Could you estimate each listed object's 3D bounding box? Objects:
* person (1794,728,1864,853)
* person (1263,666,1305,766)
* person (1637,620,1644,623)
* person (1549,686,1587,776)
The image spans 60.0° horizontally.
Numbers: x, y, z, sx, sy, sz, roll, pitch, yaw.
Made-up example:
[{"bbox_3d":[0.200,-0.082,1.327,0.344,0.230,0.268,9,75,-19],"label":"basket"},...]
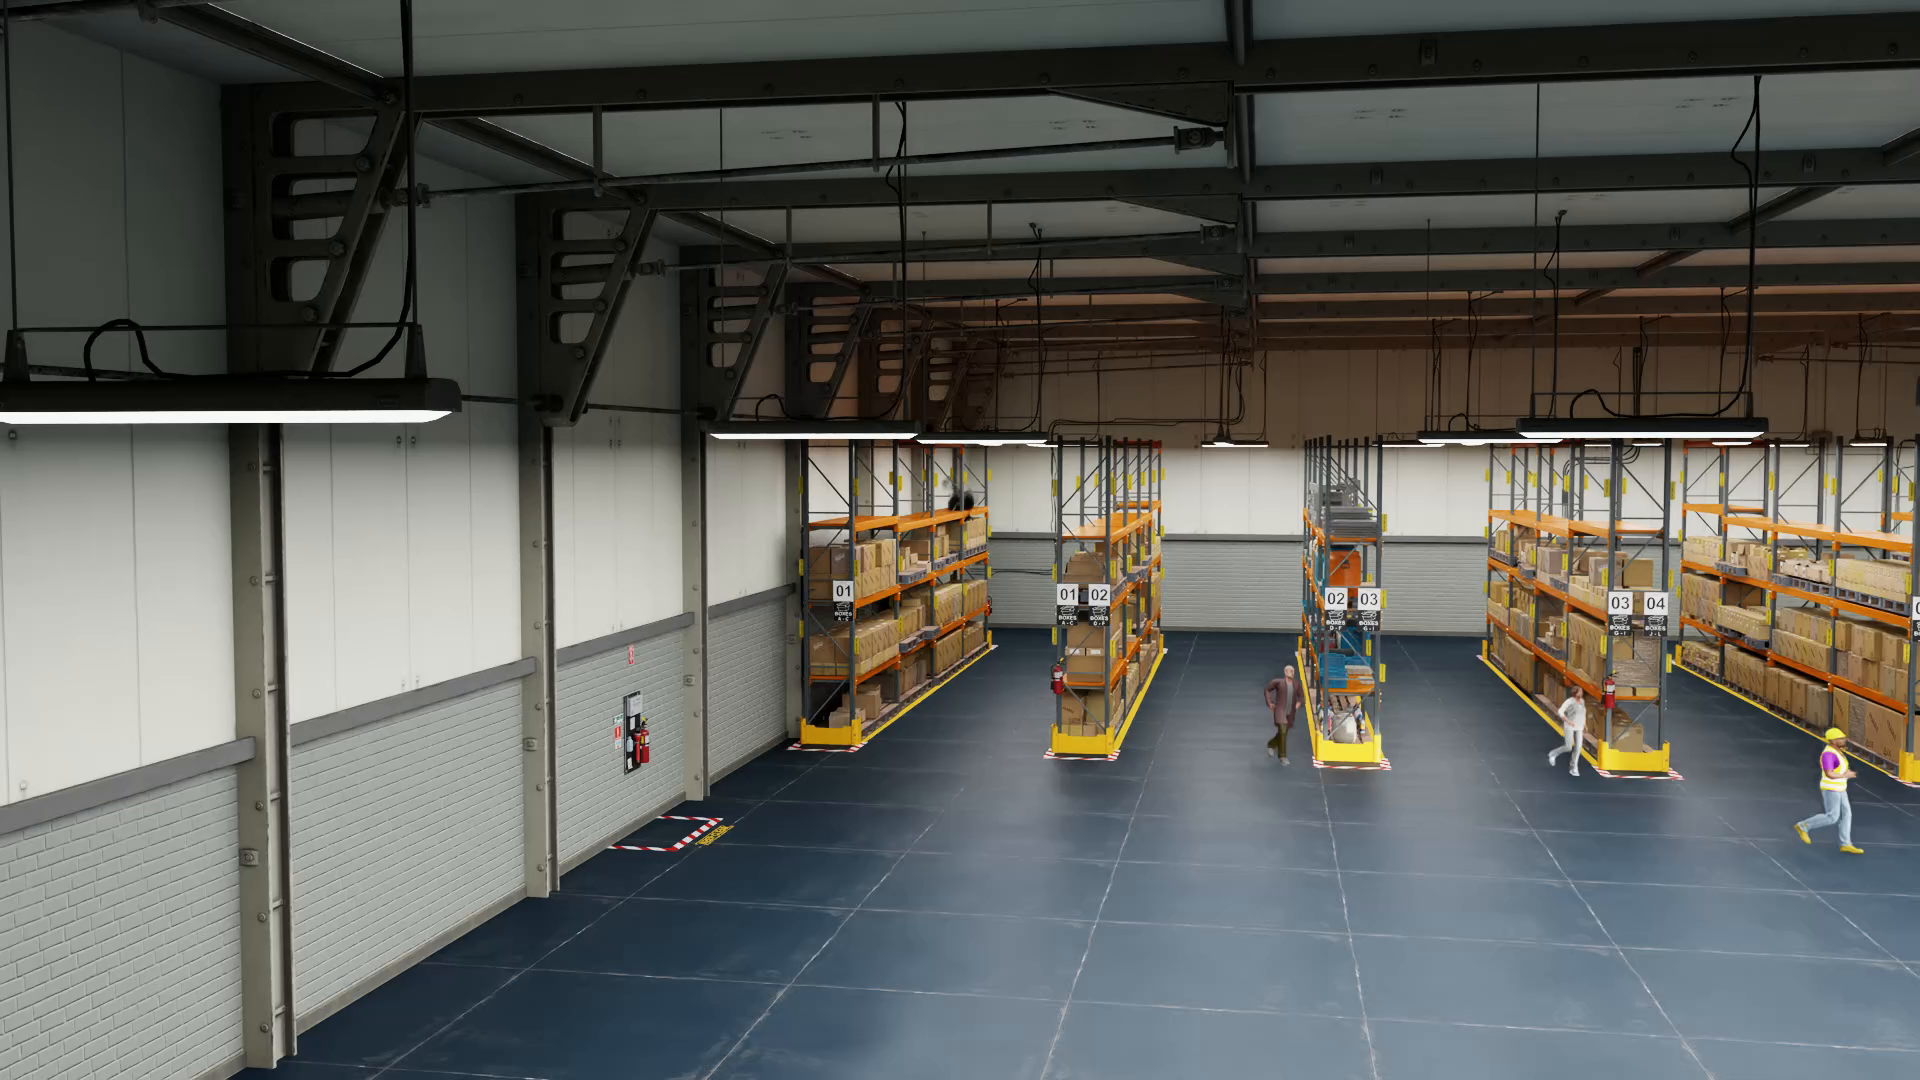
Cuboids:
[{"bbox_3d":[12.400,3.548,23.681,0.882,1.747,0.718,2,4,38],"label":"person"},{"bbox_3d":[5.985,3.242,30.574,0.720,1.687,0.912,-1,3,-19],"label":"person"},{"bbox_3d":[18.634,2.477,45.201,0.839,1.567,0.603,-2,4,-32],"label":"person"},{"bbox_3d":[10.879,3.351,29.462,0.600,1.547,0.781,-1,3,-19],"label":"person"}]
